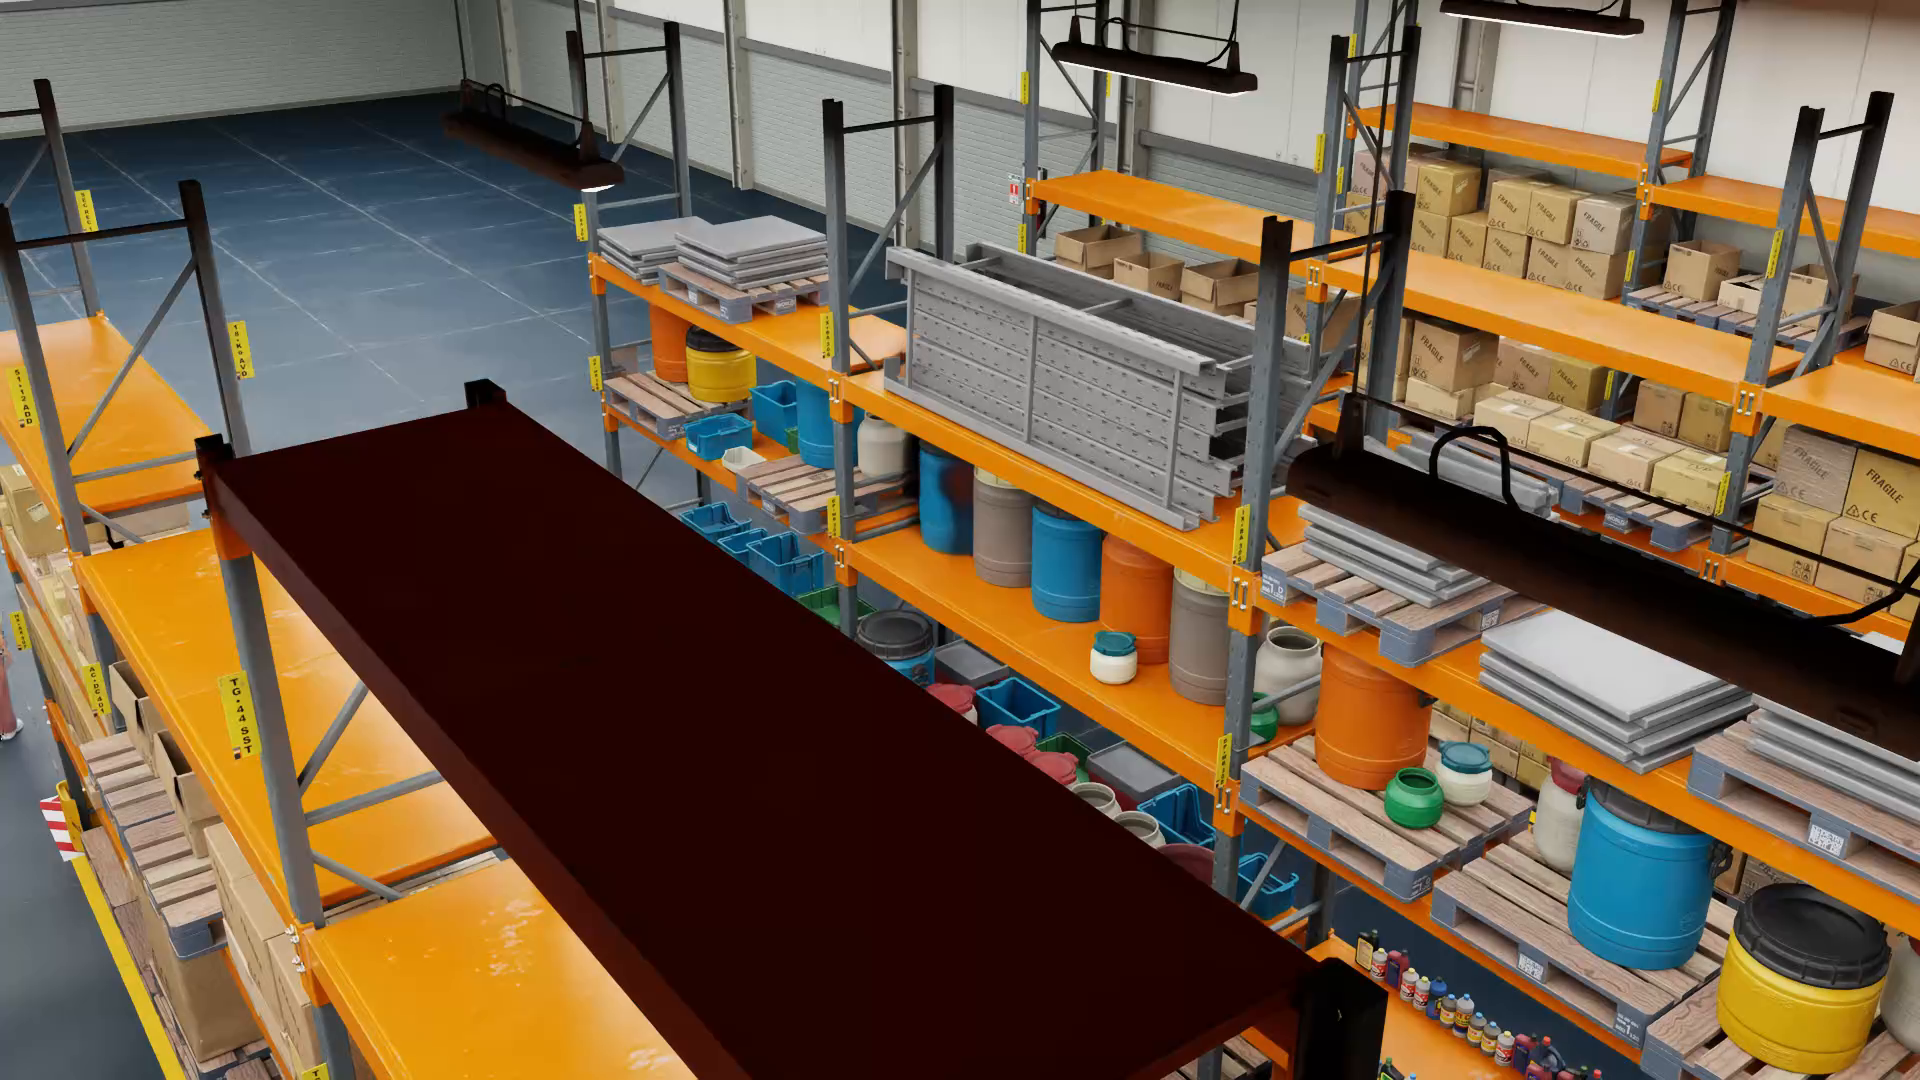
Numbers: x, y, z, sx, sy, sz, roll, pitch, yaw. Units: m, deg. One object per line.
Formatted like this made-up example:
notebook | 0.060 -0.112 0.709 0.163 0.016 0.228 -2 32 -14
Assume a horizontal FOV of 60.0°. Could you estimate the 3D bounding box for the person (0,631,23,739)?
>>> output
person | -8.712 1.030 14.800 0.479 1.683 0.383 -1 25 -2
